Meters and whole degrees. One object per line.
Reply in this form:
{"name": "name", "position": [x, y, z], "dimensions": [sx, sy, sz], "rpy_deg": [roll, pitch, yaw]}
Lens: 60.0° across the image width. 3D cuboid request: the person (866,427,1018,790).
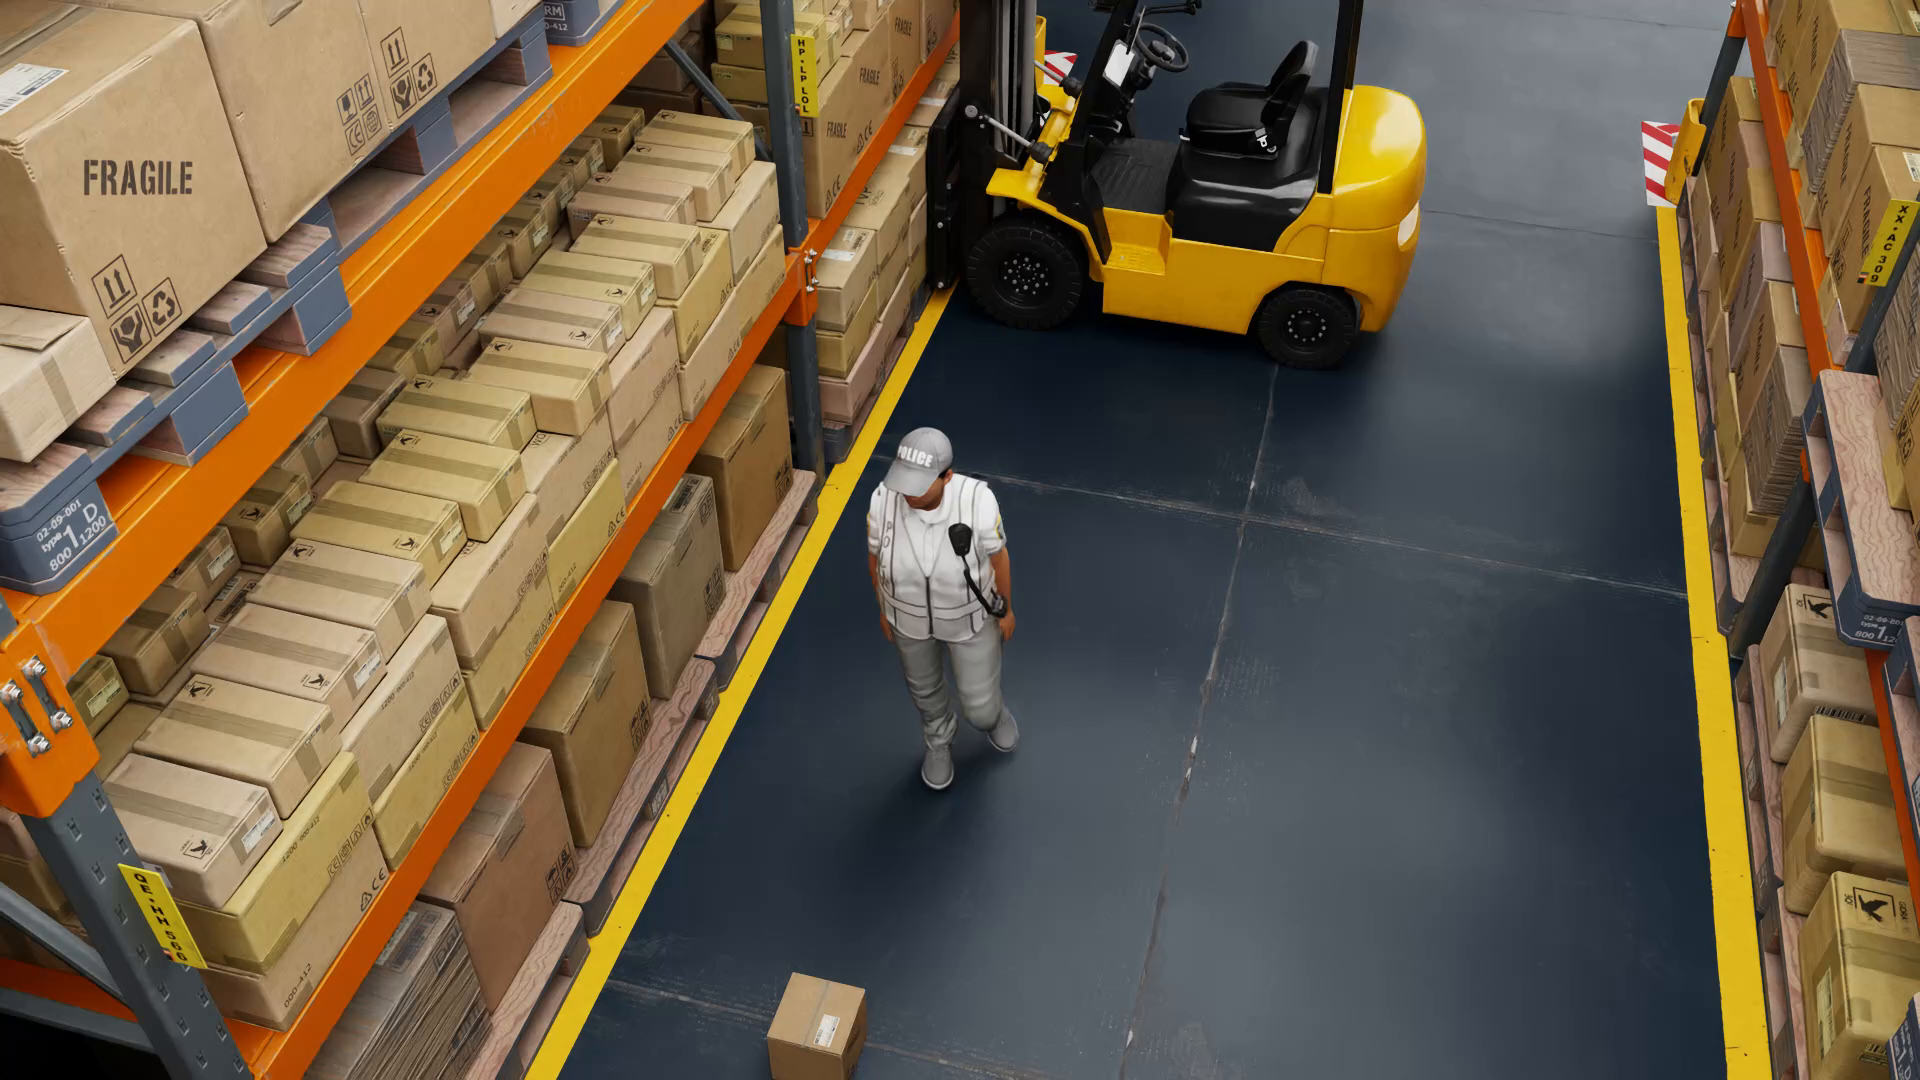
{"name": "person", "position": [-0.057, 0.247, 5.847], "dimensions": [0.524, 1.659, 0.493], "rpy_deg": [7, 42, 8]}
